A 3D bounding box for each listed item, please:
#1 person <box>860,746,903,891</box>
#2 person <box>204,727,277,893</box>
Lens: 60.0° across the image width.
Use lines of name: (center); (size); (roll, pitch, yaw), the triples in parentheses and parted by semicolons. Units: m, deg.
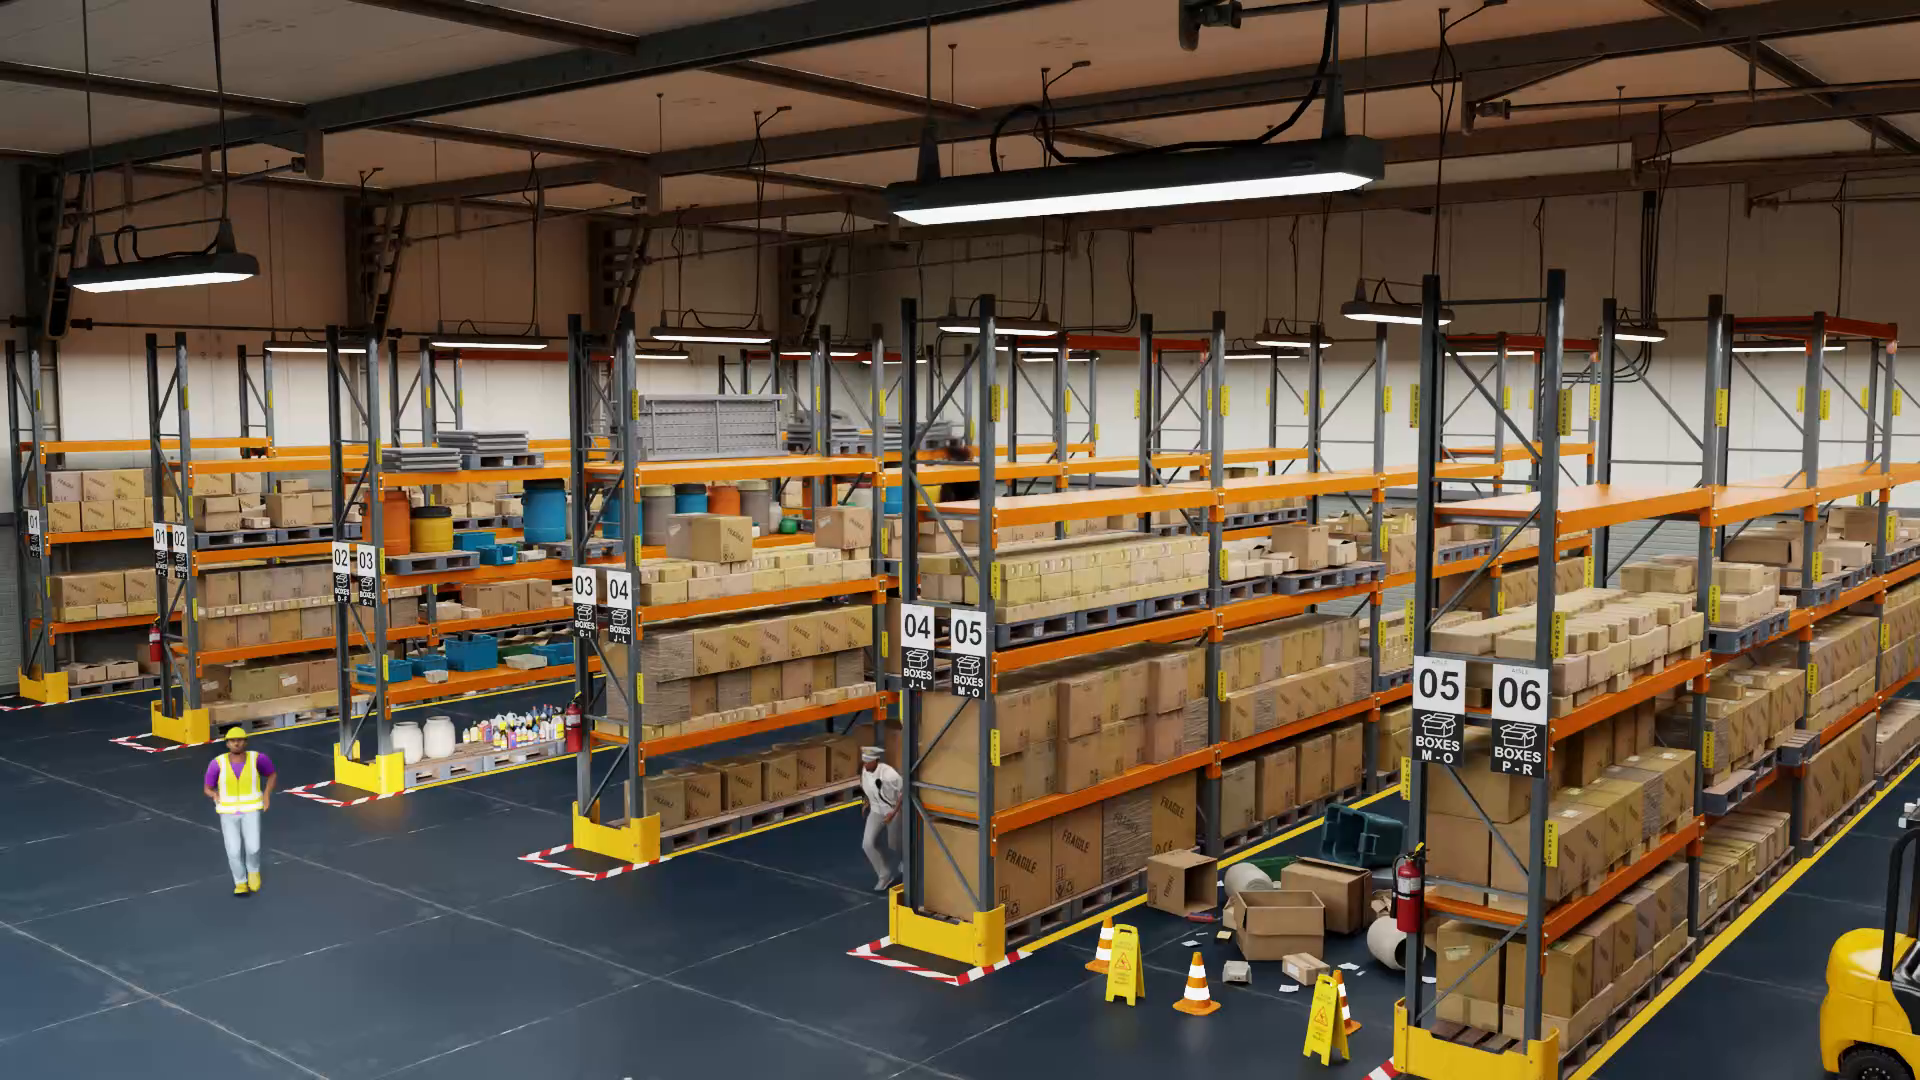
person: (-0.717, 2.873, 17.404); (0.564, 1.575, 0.960); (3, 6, 34)
person: (-7.327, 2.768, 16.939); (0.685, 1.724, 0.600); (-2, 5, -20)
